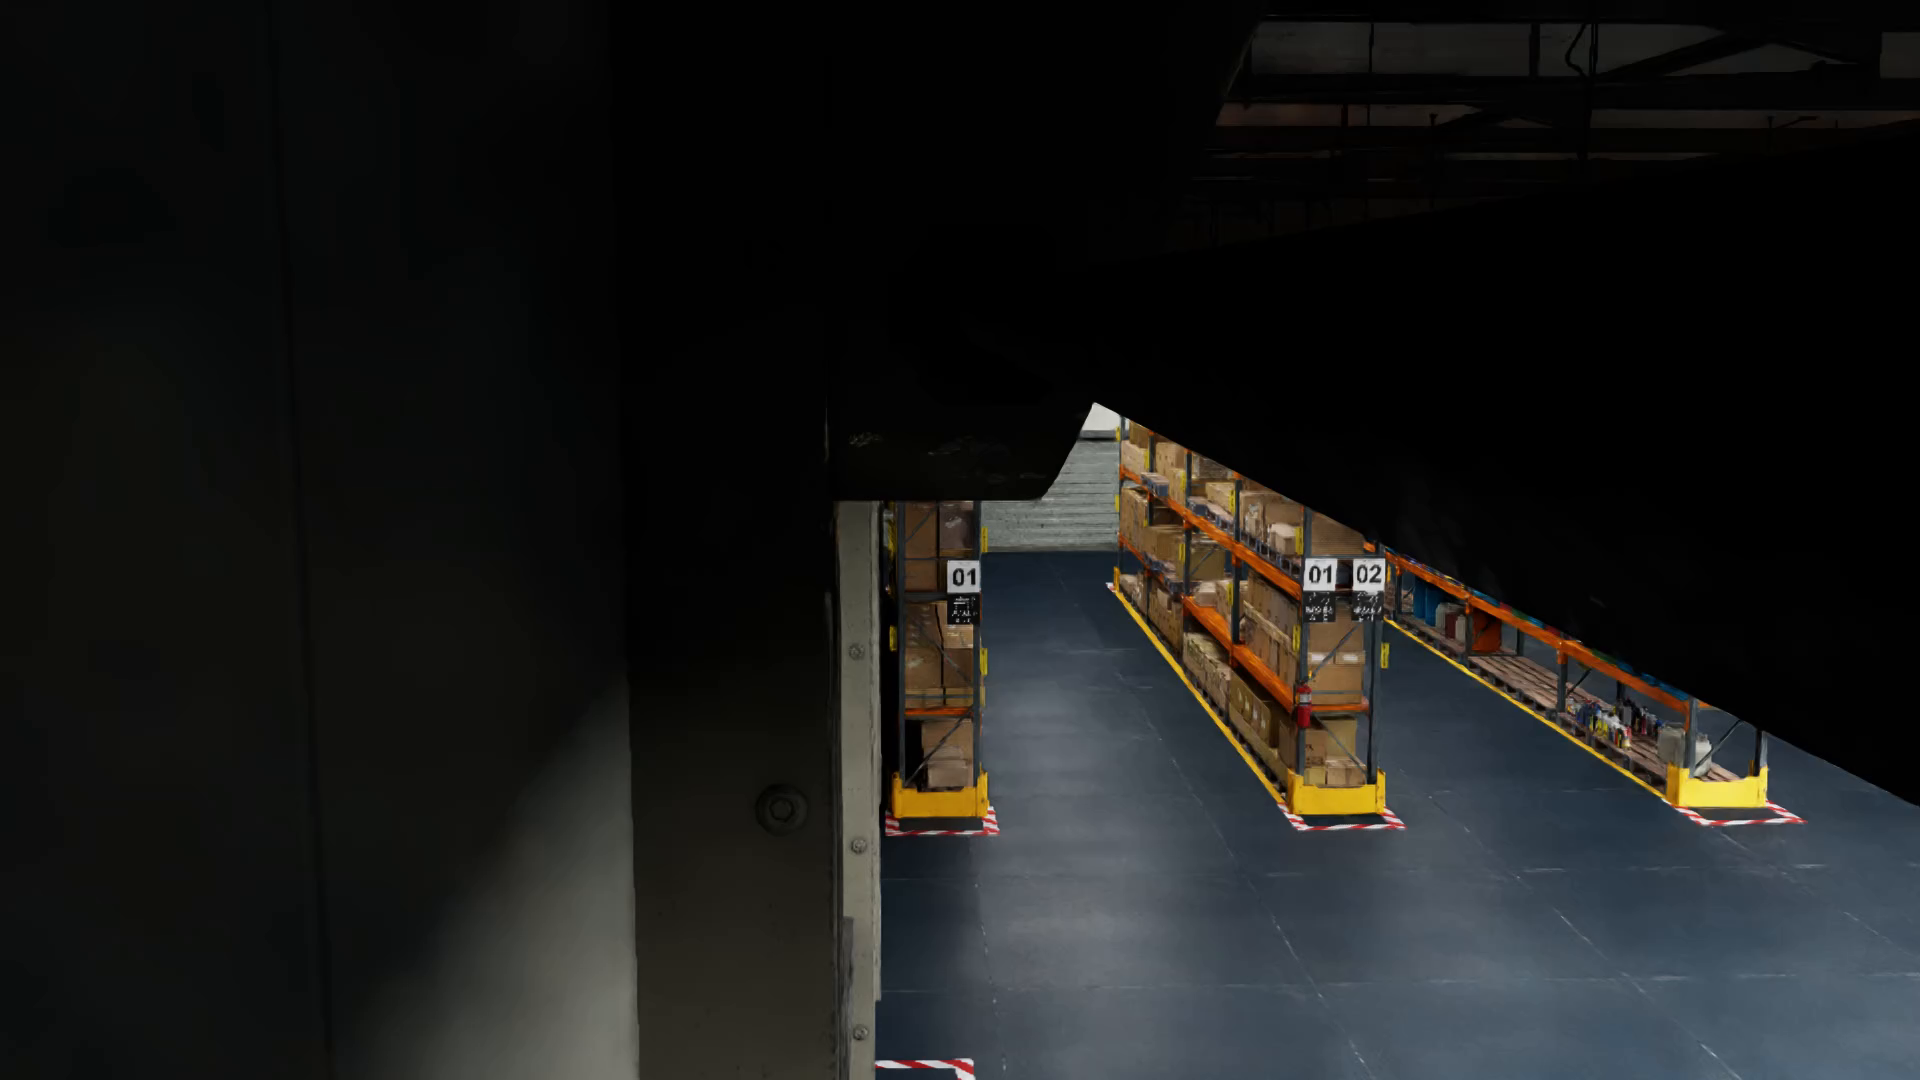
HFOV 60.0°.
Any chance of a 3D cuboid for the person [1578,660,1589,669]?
[{"bbox_3d":[10.890,1.430,28.190,0.571,1.708,1.035,-2,8,-11],"label":"person"}]
